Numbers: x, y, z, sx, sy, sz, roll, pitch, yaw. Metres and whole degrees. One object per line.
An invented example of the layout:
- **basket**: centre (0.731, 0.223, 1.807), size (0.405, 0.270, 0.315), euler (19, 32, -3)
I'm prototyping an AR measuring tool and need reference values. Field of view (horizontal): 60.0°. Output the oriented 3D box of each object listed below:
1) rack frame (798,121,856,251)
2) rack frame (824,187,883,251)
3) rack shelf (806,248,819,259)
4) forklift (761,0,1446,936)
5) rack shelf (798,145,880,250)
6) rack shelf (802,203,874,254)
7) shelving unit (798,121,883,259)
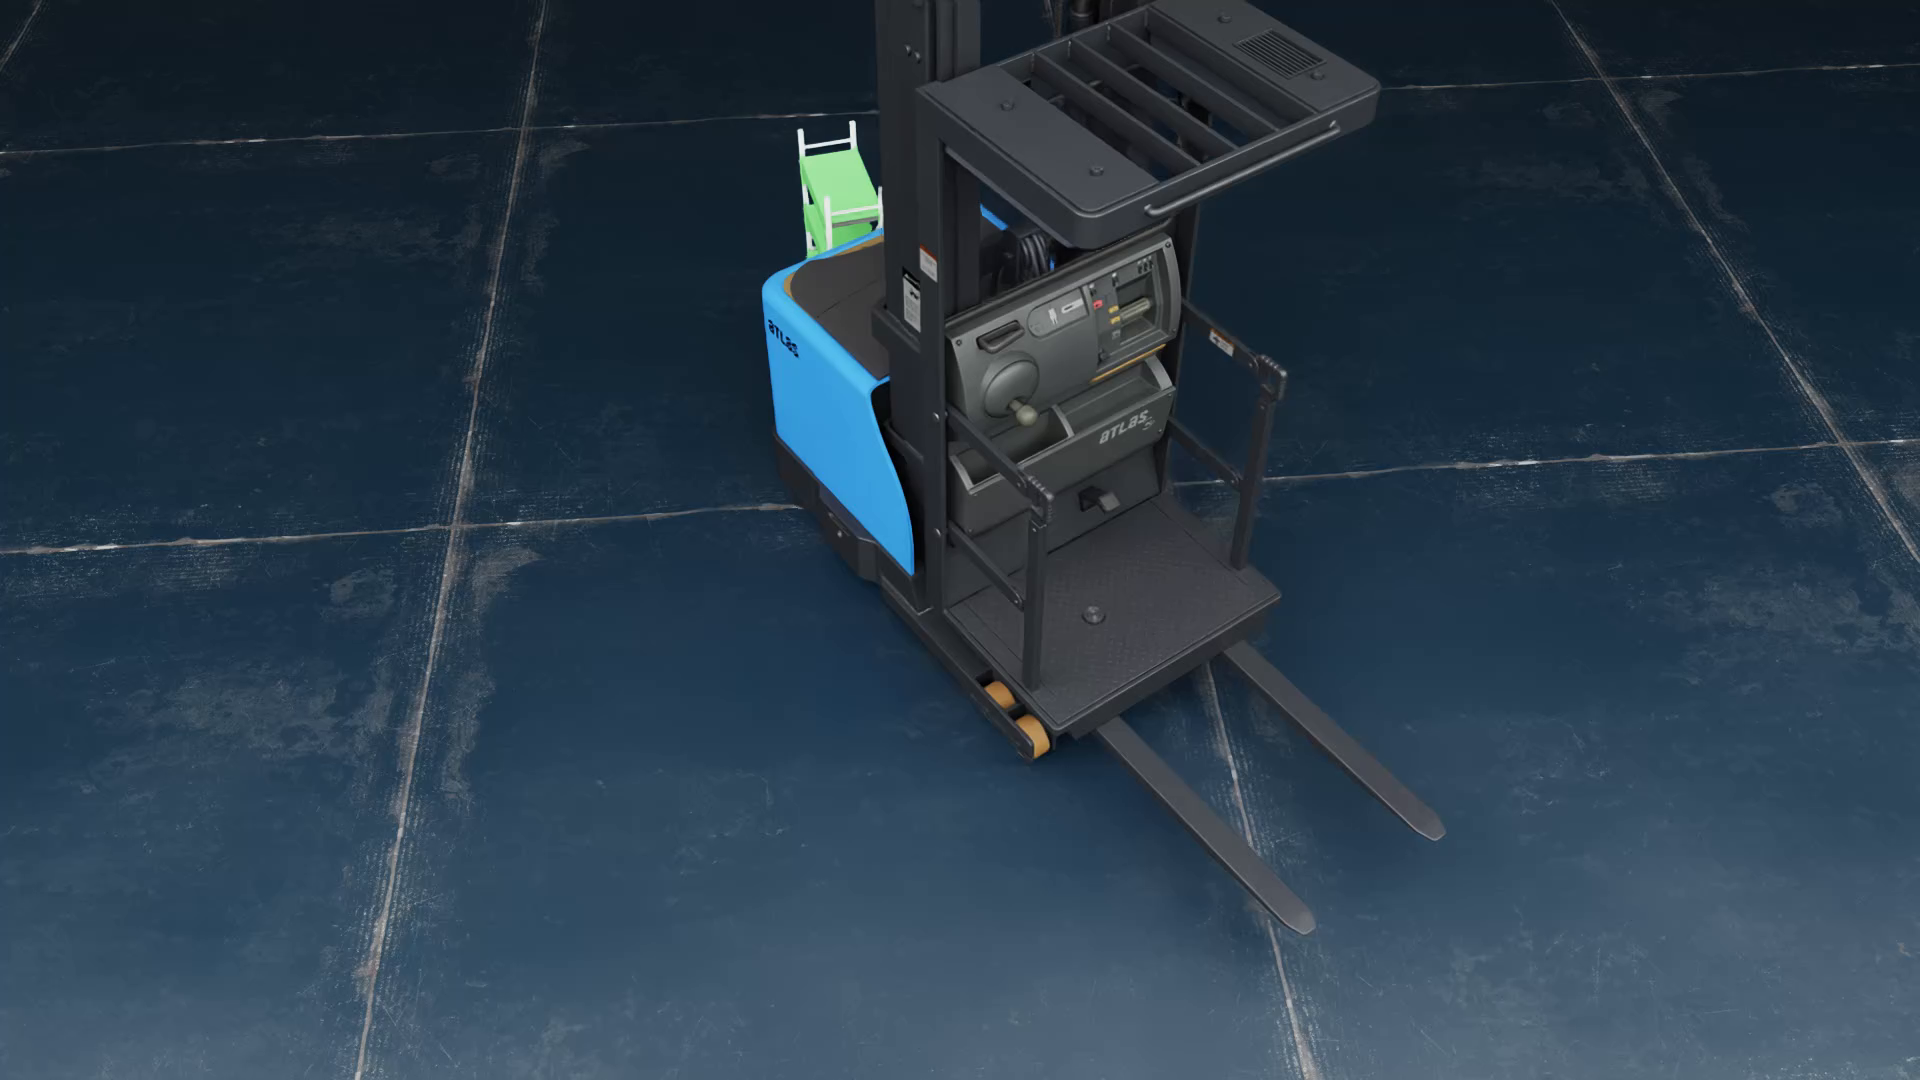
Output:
- **rack frame**: centre (-0.550, -1.292, 7.284), size (0.240, 1.200, 0.015), euler (-12, 48, -11)
- **rack frame**: centre (-0.417, -0.951, 6.961), size (0.240, 1.200, 0.015), euler (-12, 48, -11)
- **rack shelf**: centre (-0.483, -1.078, 7.169), size (0.258, 0.148, 0.480), euler (-12, 48, -11)
- **forklift**: centre (0.493, -0.609, 5.444), size (1.130, 2.935, 3.031), euler (-28, 53, -24)
- **rack shelf**: centre (-0.483, -1.408, 6.820), size (0.258, 0.148, 0.480), euler (-12, 48, -11)
- **rack shelf**: centre (-0.483, -1.243, 6.995), size (0.258, 0.148, 0.480), euler (-12, 48, -11)
- **shelving unit**: centre (-0.483, -1.122, 7.123), size (0.258, 1.200, 0.503), euler (-12, 48, -11)
